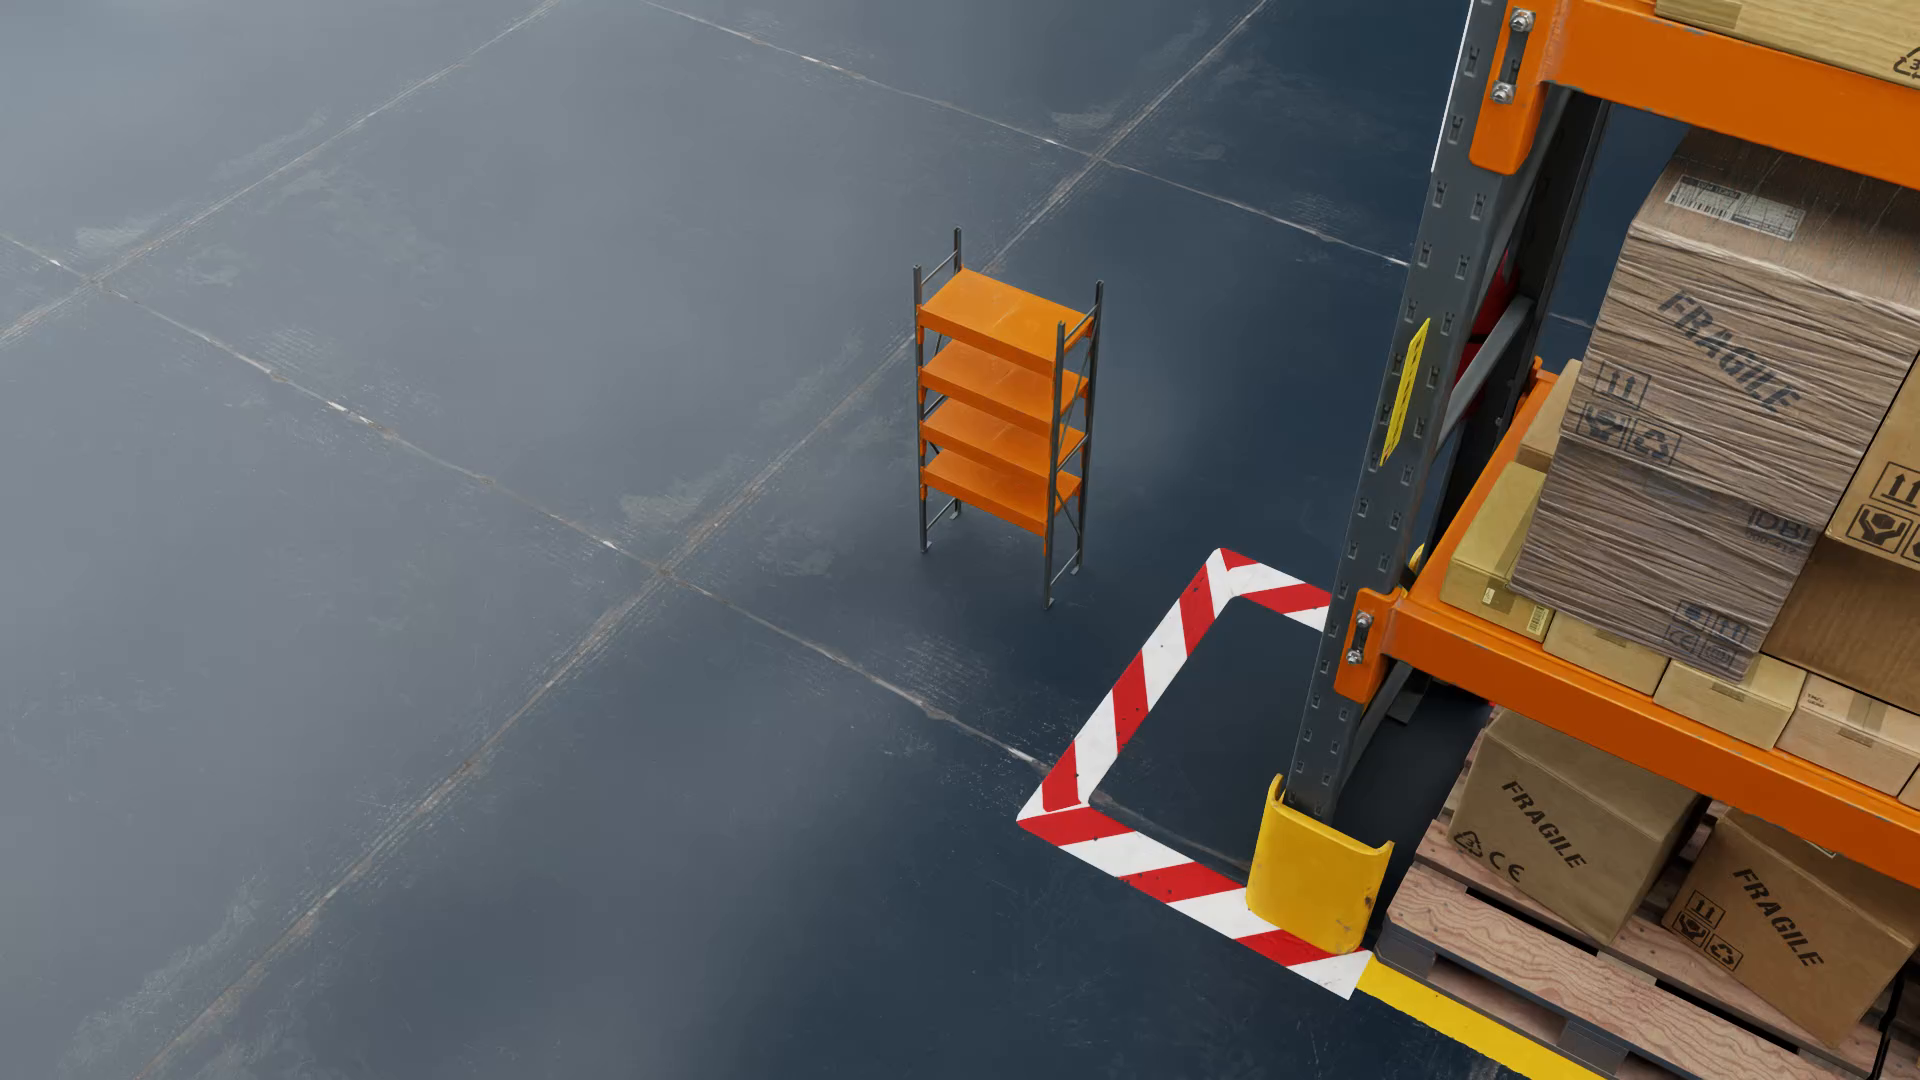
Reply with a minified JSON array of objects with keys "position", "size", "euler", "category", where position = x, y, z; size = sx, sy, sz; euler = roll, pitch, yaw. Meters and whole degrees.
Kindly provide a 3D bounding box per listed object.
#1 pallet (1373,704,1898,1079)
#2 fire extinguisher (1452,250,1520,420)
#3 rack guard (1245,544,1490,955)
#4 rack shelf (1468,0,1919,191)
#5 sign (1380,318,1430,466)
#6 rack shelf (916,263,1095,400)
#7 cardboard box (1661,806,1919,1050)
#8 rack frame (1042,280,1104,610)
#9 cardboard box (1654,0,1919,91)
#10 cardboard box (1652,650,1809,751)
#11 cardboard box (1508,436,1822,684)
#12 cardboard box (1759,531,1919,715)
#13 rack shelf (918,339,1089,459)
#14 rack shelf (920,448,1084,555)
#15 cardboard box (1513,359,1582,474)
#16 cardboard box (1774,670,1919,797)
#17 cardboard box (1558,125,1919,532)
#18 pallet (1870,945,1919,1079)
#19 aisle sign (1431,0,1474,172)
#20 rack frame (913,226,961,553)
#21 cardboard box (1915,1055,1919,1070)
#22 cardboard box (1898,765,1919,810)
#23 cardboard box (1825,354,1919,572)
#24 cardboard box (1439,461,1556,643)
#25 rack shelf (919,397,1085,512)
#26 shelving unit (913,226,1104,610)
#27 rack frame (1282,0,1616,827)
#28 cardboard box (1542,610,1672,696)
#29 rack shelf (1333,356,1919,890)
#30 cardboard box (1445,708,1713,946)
[{"position":[1.915,1.017,4.615],"size":[1.213,0.211,1.003],"euler":[25,51,22],"category":"pallet"},{"position":[1.339,-0.616,4.311],"size":[0.183,0.674,0.296],"euler":[25,51,22],"category":"fire extinguisher"},{"position":[1.250,0.580,4.838],"size":[0.348,0.500,1.175],"euler":[25,51,22],"category":"rack guard"},{"position":[2.870,-0.341,2.399],"size":[4.000,0.370,1.077],"euler":[25,51,22],"category":"rack shelf"},{"position":[0.894,-0.294,3.341],"size":[0.005,0.325,0.100],"euler":[25,51,22],"category":"sign"},{"position":[0.139,-0.628,4.976],"size":[0.480,0.148,0.258],"euler":[25,51,22],"category":"rack shelf"},{"position":[2.225,0.867,4.266],"size":[0.500,0.500,0.500],"euler":[-33,54,-28],"category":"cardboard box"},{"position":[0.345,-0.260,5.166],"size":[0.015,1.200,0.240],"euler":[25,51,22],"category":"rack frame"},{"position":[1.452,-0.971,2.615],"size":[0.500,0.250,0.500],"euler":[26,51,23],"category":"cardboard box"},{"position":[1.700,0.236,3.604],"size":[0.250,0.149,0.380],"euler":[25,51,22],"category":"cardboard box"},{"position":[1.635,-0.229,3.604],"size":[0.500,0.500,0.875],"euler":[25,51,22],"category":"cardboard box"},{"position":[2.120,-0.108,3.486],"size":[0.500,0.500,0.875],"euler":[25,51,22],"category":"cardboard box"},{"position":[0.139,-0.463,5.145],"size":[0.480,0.148,0.258],"euler":[25,51,22],"category":"rack shelf"},{"position":[0.139,-0.169,5.448],"size":[0.480,0.148,0.258],"euler":[25,51,22],"category":"rack shelf"},{"position":[1.538,-0.247,4.074],"size":[0.250,0.149,0.380],"euler":[25,51,22],"category":"cardboard box"},{"position":[1.922,0.320,3.523],"size":[0.250,0.149,0.380],"euler":[25,51,22],"category":"cardboard box"},{"position":[1.502,-0.430,3.102],"size":[0.500,0.500,0.500],"euler":[25,51,22],"category":"cardboard box"},{"position":[2.938,1.490,4.155],"size":[1.213,0.211,1.003],"euler":[25,51,22],"category":"pallet"},{"position":[0.972,-1.069,2.885],"size":[0.004,0.787,0.394],"euler":[25,51,22],"category":"aisle sign"},{"position":[-0.066,-0.449,5.349],"size":[0.015,1.200,0.240],"euler":[25,51,22],"category":"rack frame"},{"position":[2.741,1.121,4.019],"size":[0.500,0.500,0.500],"euler":[29,53,25],"category":"cardboard box"},{"position":[2.128,0.421,3.424],"size":[0.250,0.149,0.380],"euler":[25,51,22],"category":"cardboard box"},{"position":[1.919,-0.232,2.909],"size":[0.500,0.500,0.500],"euler":[25,51,22],"category":"cardboard box"},{"position":[1.298,0.022,3.813],"size":[0.250,0.149,0.380],"euler":[25,51,22],"category":"cardboard box"},{"position":[0.139,-0.307,5.306],"size":[0.480,0.148,0.258],"euler":[25,51,22],"category":"rack shelf"},{"position":[0.139,-0.354,5.257],"size":[0.503,1.200,0.258],"euler":[25,51,22],"category":"shelving unit"},{"position":[1.186,-0.320,3.970],"size":[0.127,3.000,1.000],"euler":[25,51,22],"category":"rack frame"},{"position":[1.498,0.130,3.707],"size":[0.250,0.149,0.380],"euler":[25,51,22],"category":"cardboard box"},{"position":[2.870,0.705,3.475],"size":[4.000,0.370,1.077],"euler":[25,51,22],"category":"rack shelf"},{"position":[1.703,0.656,4.471],"size":[0.500,0.500,0.500],"euler":[34,55,29],"category":"cardboard box"}]
